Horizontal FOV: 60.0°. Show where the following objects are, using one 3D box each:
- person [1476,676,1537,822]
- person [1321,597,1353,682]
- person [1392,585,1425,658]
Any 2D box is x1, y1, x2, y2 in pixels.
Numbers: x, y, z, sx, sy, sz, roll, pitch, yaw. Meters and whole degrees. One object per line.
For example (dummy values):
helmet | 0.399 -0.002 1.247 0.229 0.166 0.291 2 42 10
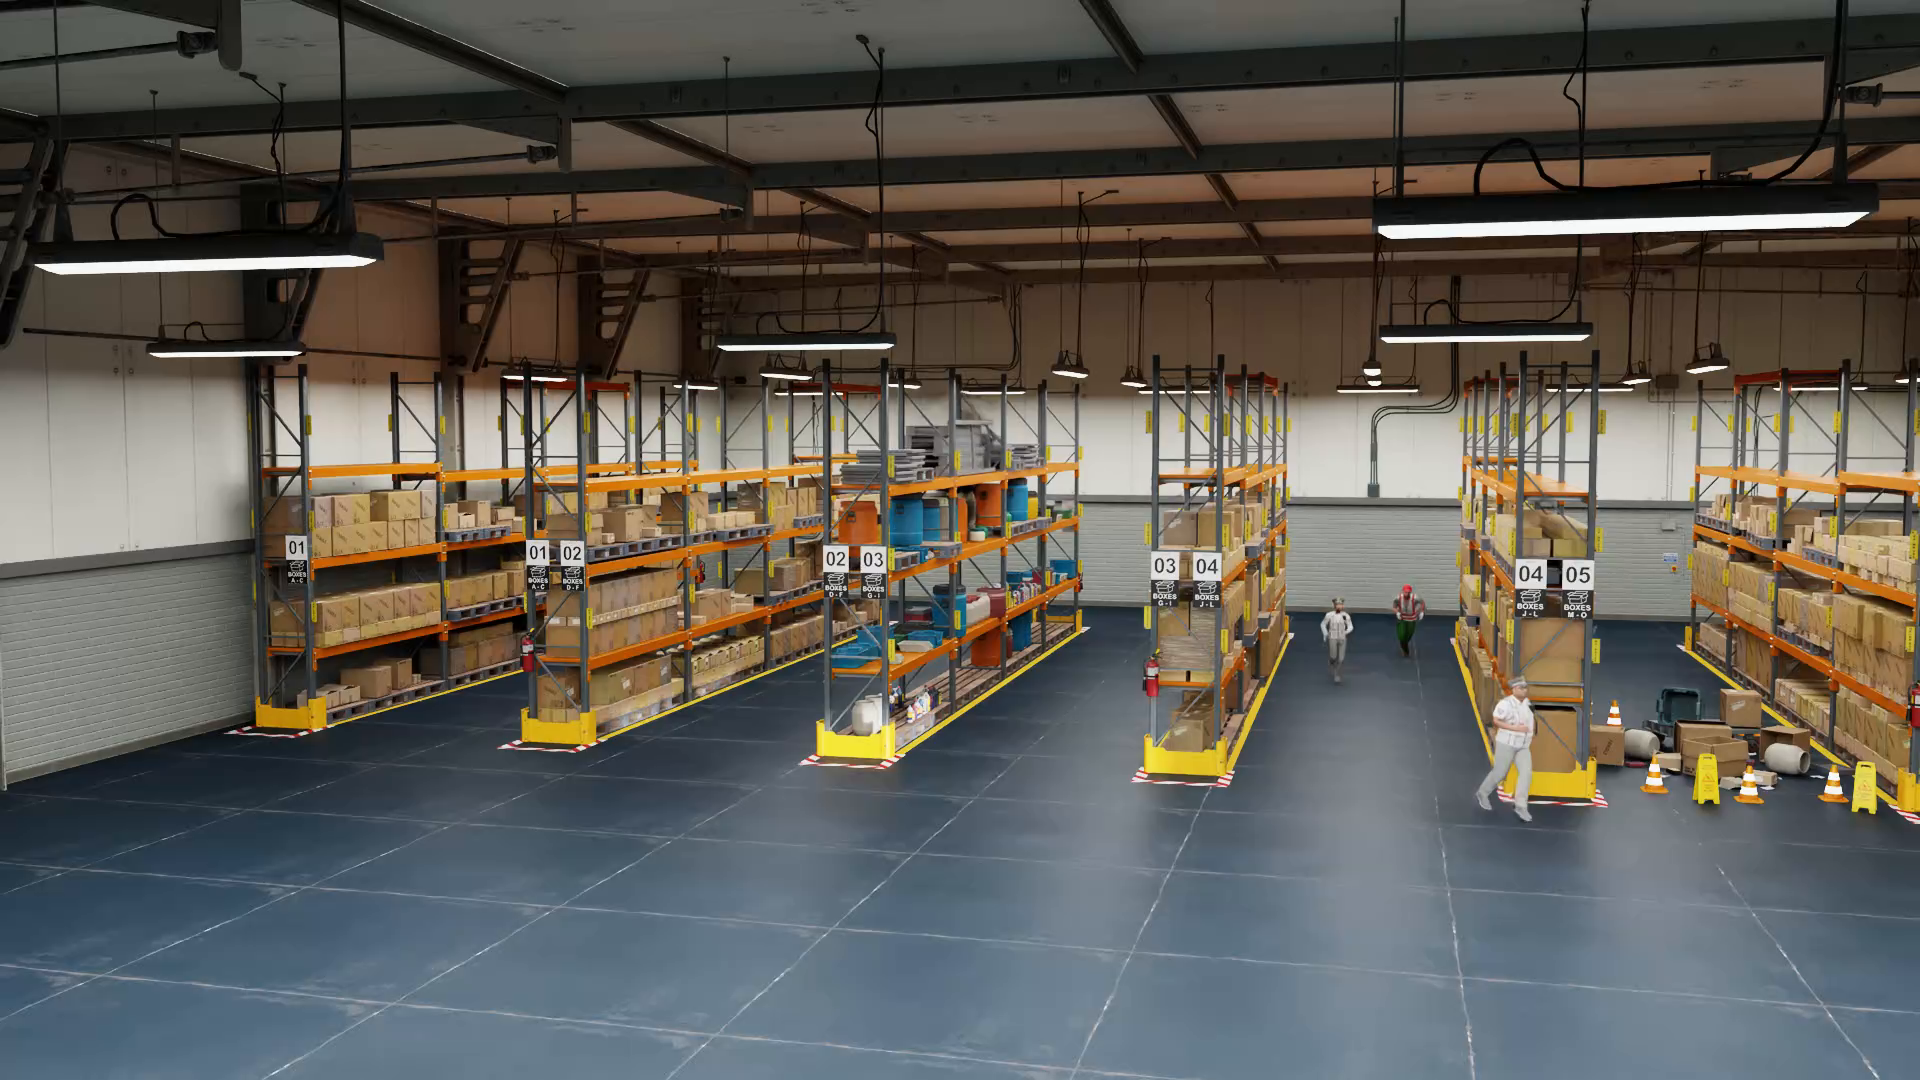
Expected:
person | 7.104 2.634 21.342 0.688 1.800 0.906 -2 4 -24
person | 7.360 1.942 32.417 0.608 1.656 0.540 0 4 6
person | 9.661 1.742 35.836 0.680 1.617 0.896 1 4 17
